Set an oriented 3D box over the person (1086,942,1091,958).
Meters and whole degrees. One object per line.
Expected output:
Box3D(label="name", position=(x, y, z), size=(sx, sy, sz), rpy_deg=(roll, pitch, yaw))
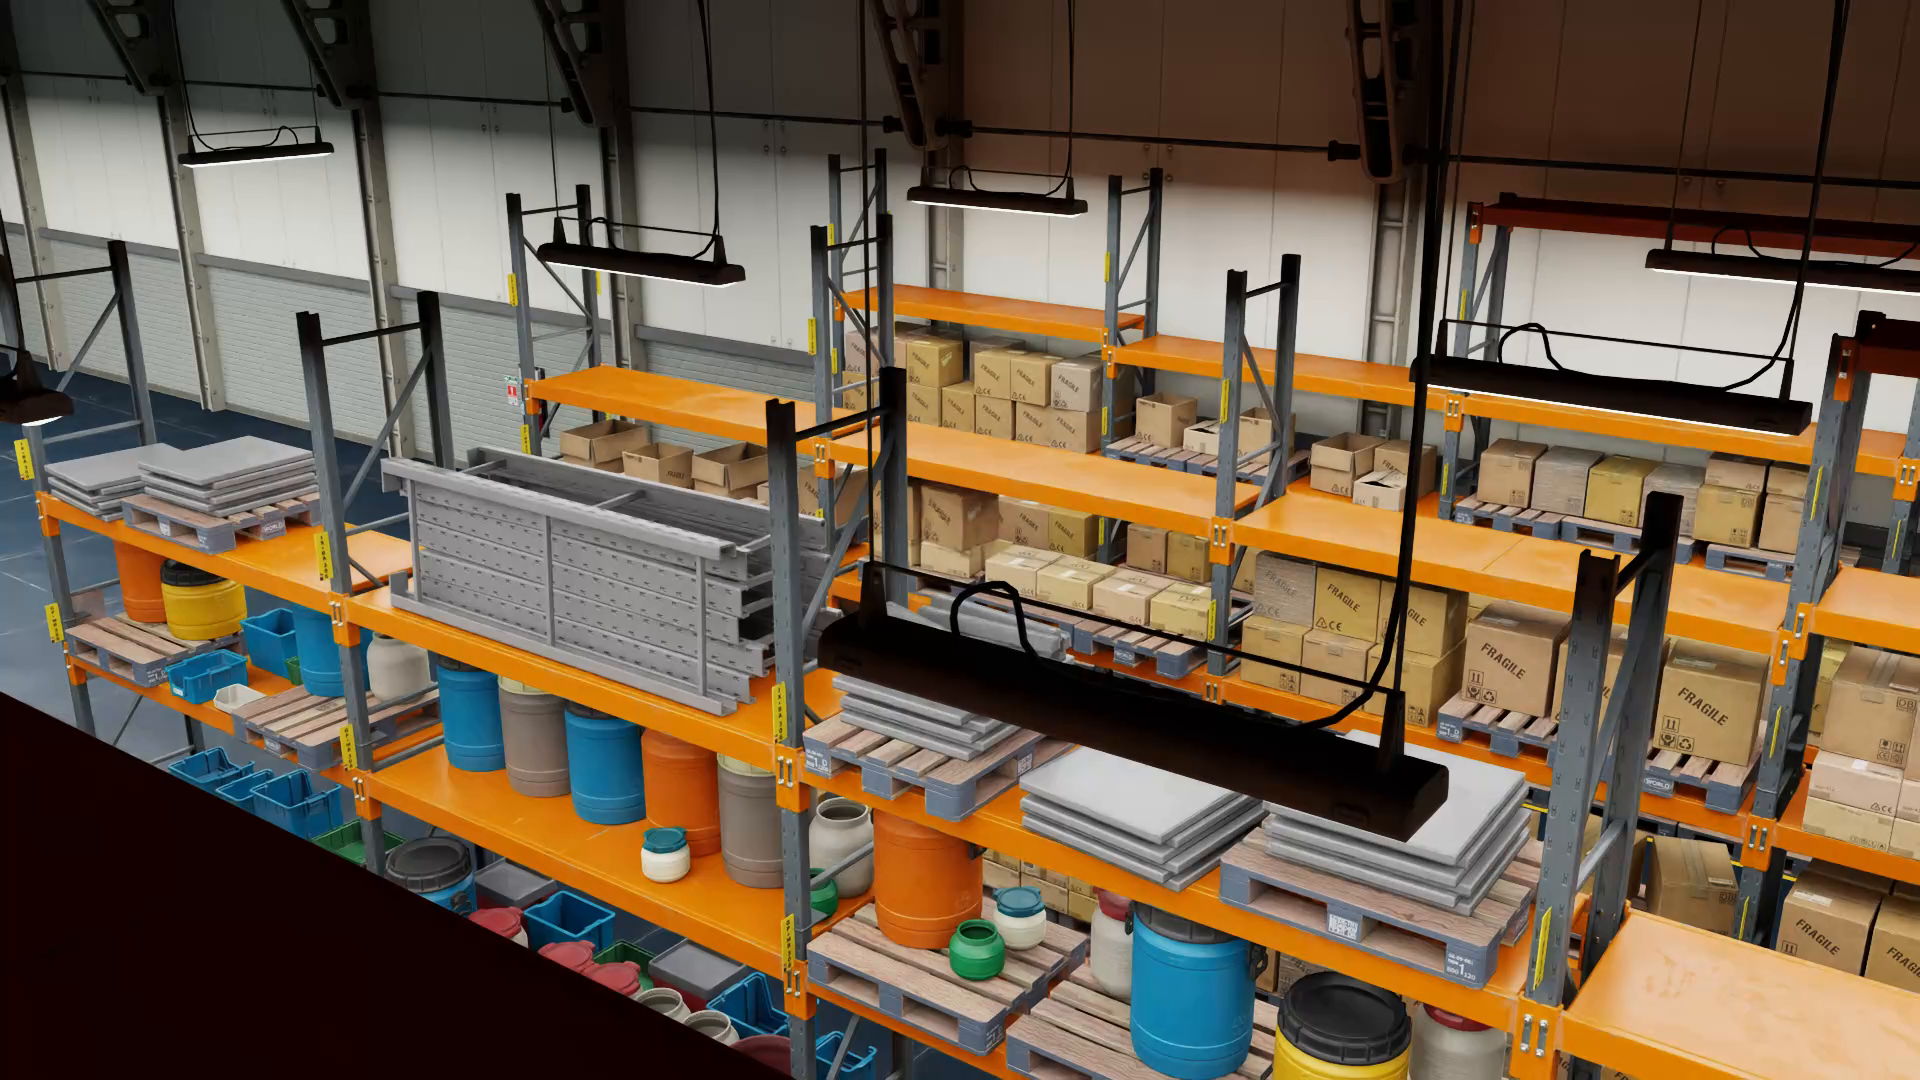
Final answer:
Box3D(label="person", position=(0.851, 3.592, 11.771), size=(0.516, 1.669, 0.493), rpy_deg=(13, 22, 33))
